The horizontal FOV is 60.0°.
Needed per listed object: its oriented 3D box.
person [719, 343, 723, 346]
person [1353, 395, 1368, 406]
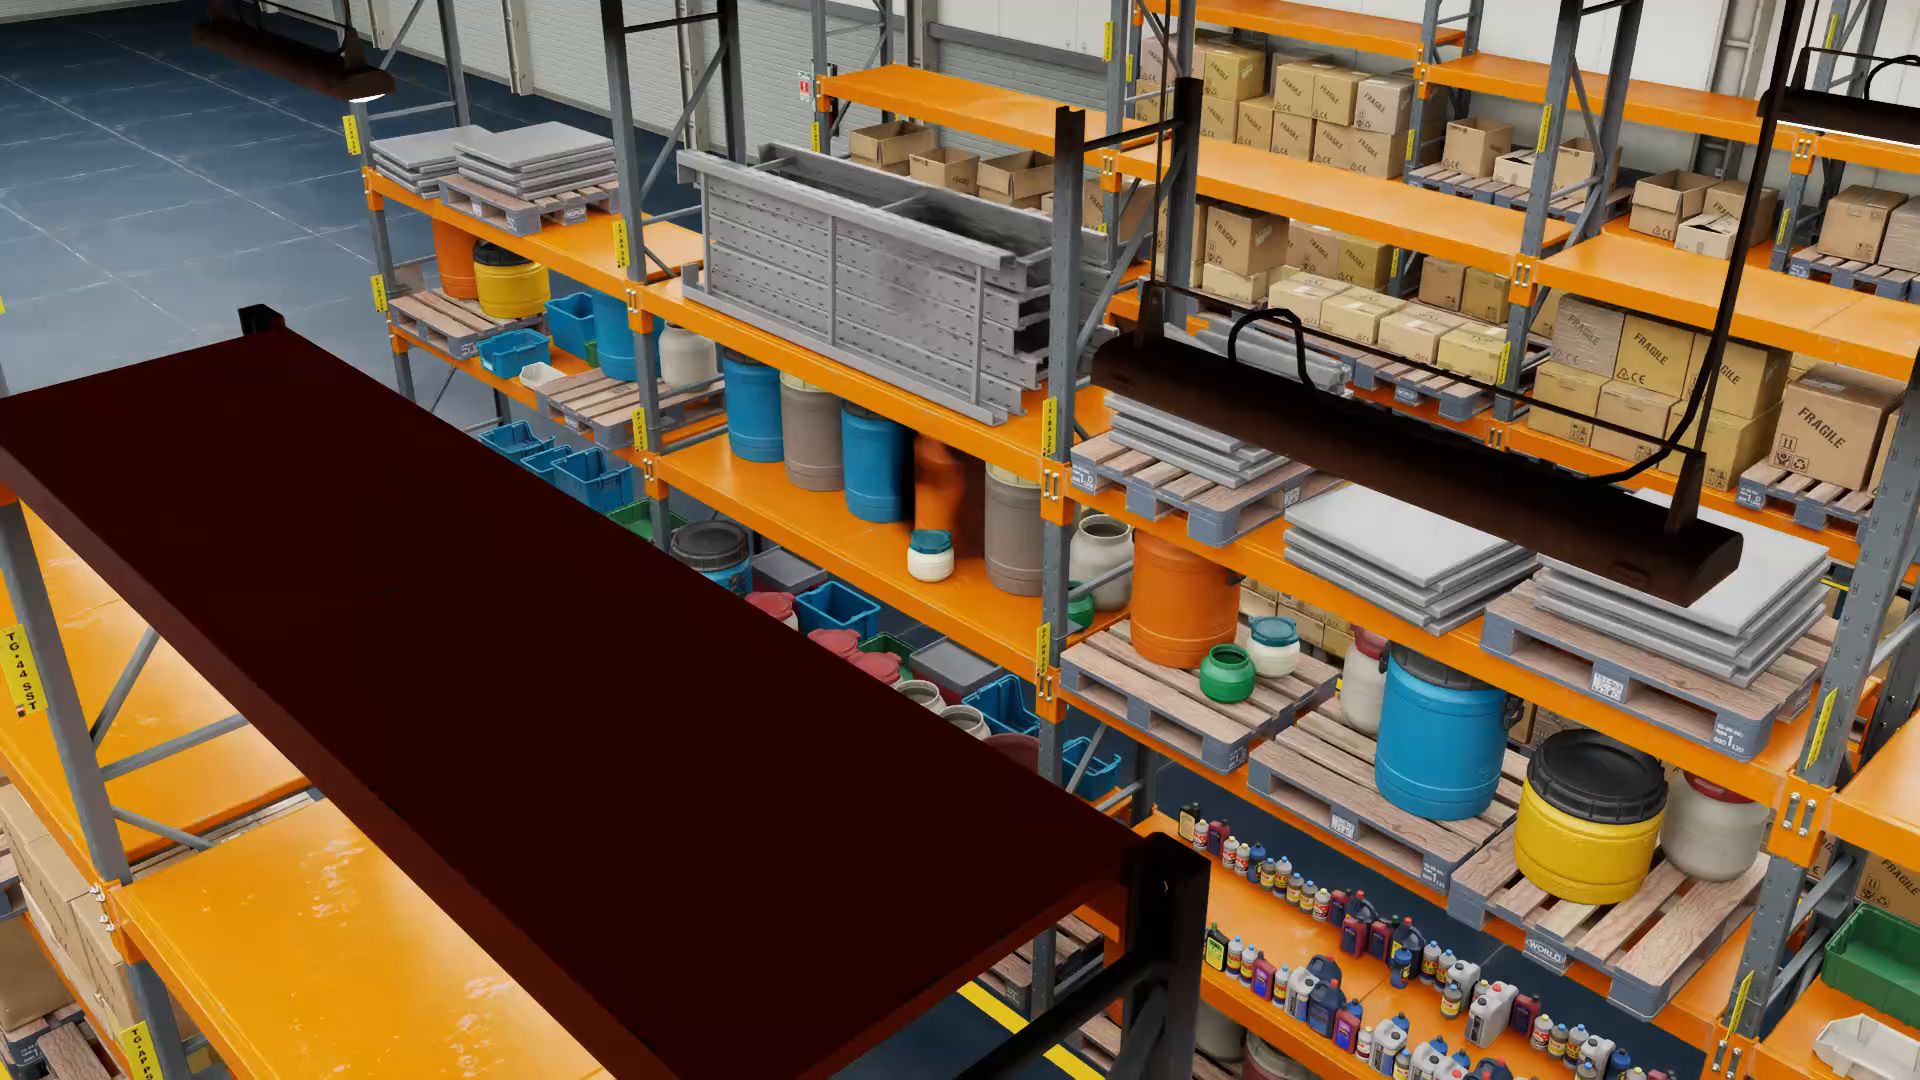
[{"bbox_3d":[-3.113,-2.796,20.442,1.014,1.687,0.706,-8,29,-14],"label":"person"},{"bbox_3d":[3.930,-0.689,16.450,0.807,1.670,0.516,18,33,30],"label":"person"}]
